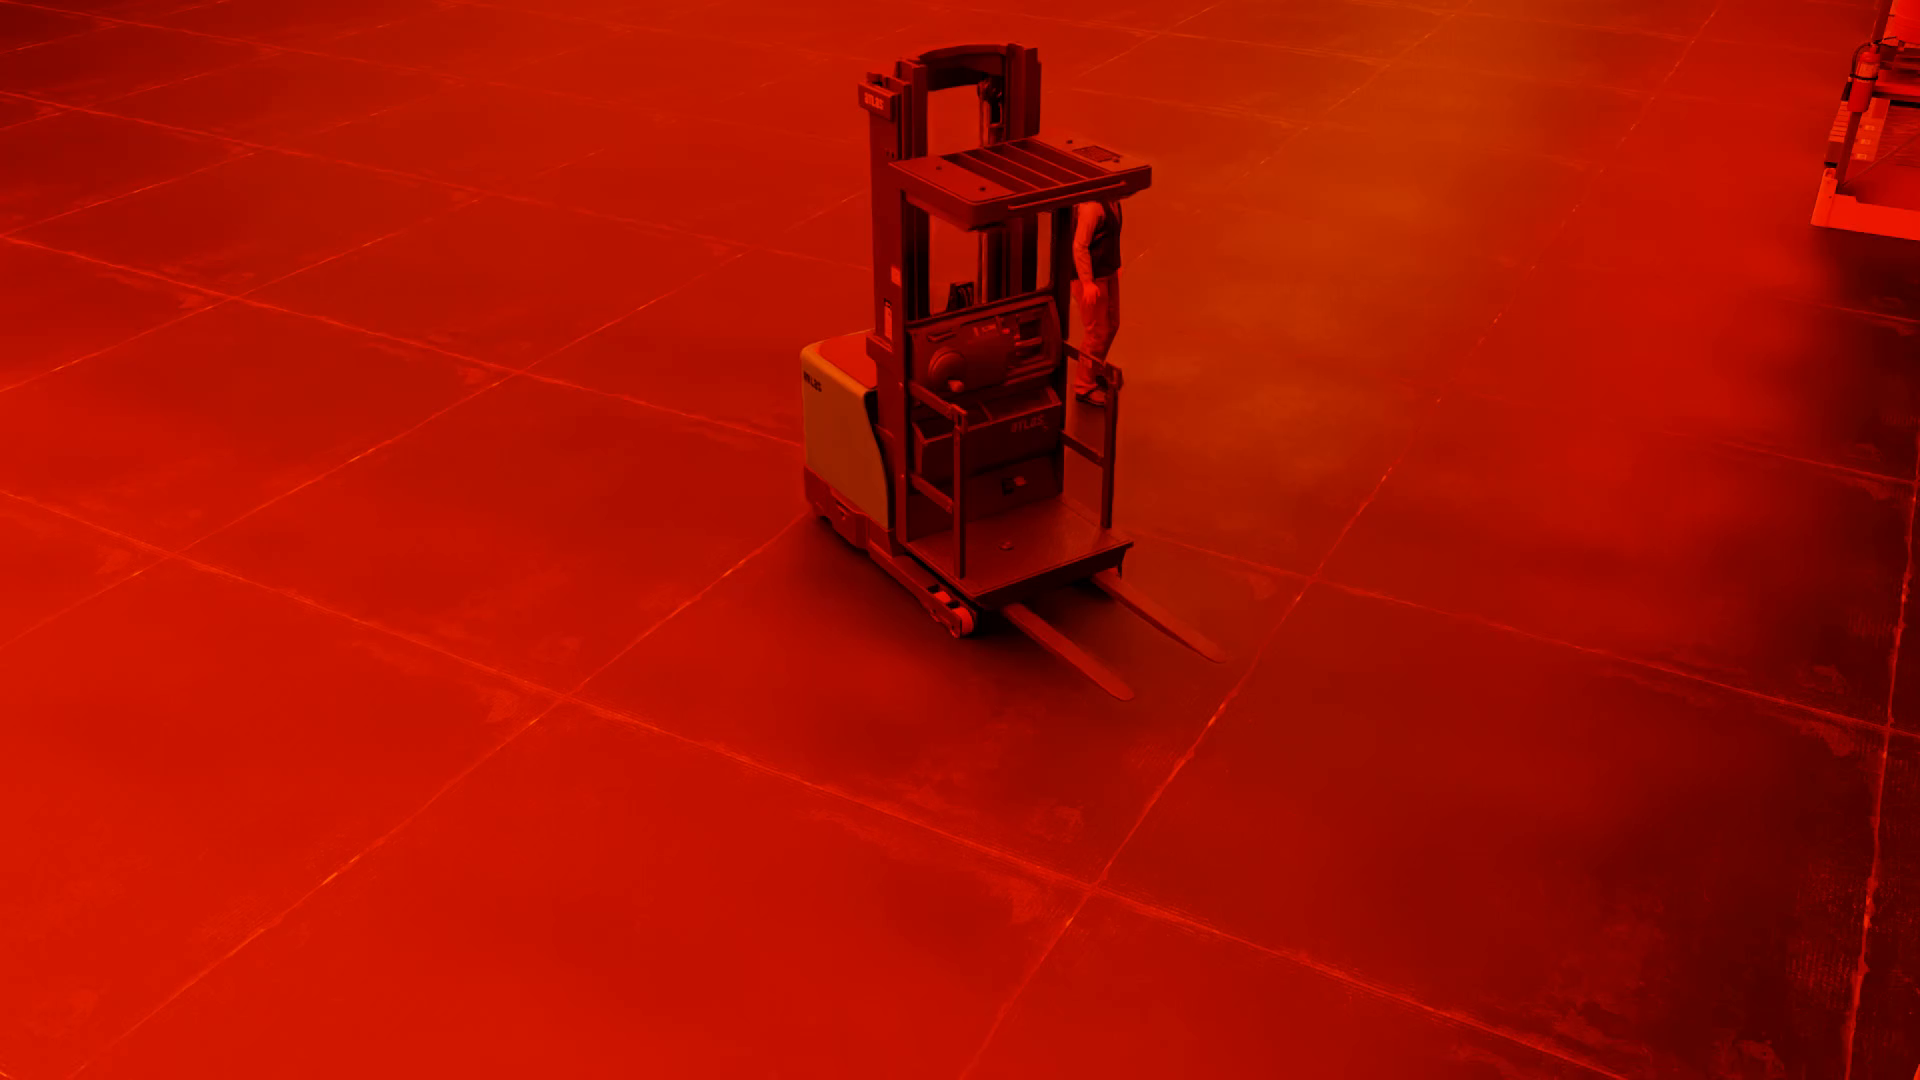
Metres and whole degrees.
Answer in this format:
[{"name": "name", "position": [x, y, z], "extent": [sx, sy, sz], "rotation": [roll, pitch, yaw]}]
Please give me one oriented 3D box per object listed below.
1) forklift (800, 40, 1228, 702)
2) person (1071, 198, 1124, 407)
[{"name": "forklift", "position": [0.265, -1.006, 8.814], "extent": [1.130, 2.935, 3.031], "rotation": [-18, 35, -28]}, {"name": "person", "position": [0.950, -1.813, 11.427], "extent": [0.442, 1.718, 0.615], "rotation": [12, 32, 19]}]
